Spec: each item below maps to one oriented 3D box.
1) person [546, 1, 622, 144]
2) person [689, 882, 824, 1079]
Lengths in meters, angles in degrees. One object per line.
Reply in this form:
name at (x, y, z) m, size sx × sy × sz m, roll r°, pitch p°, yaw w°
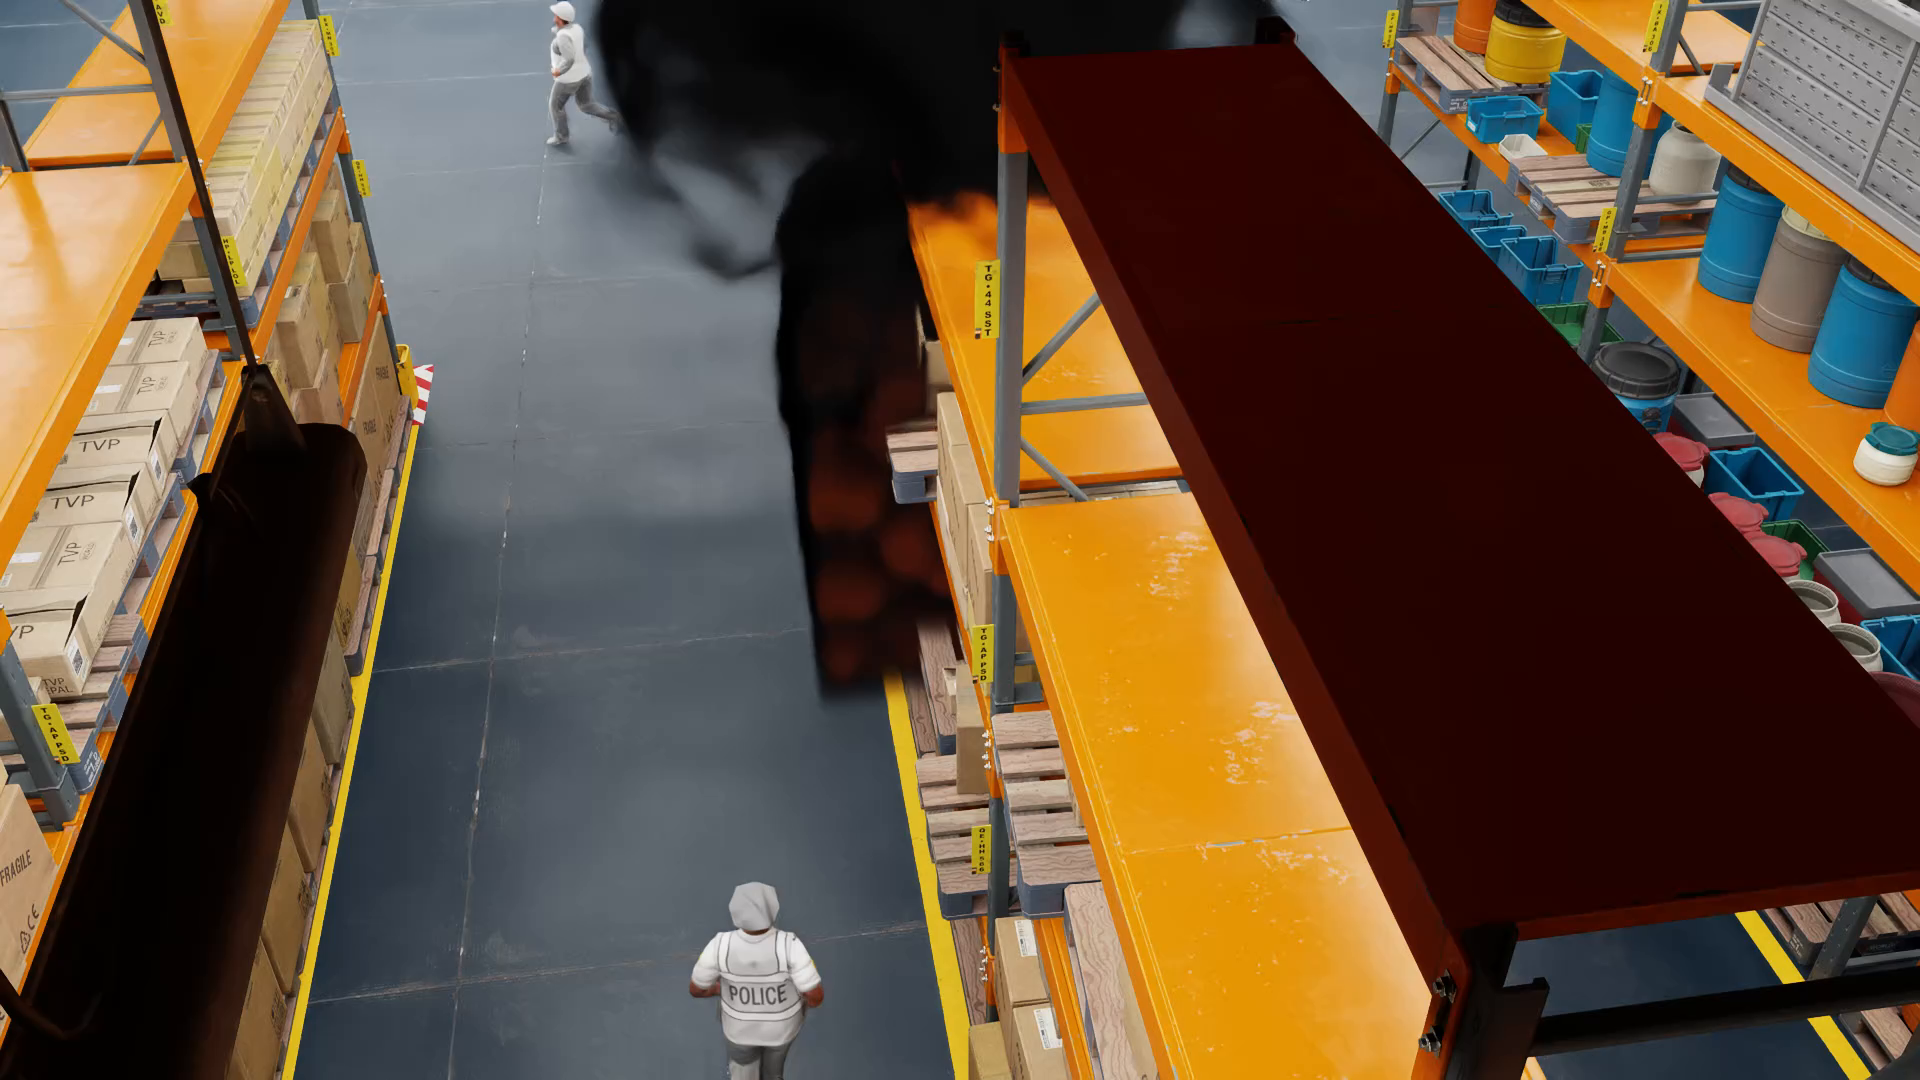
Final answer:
person at (-4.484, -5.396, 19.371) m, size 1.010 × 1.761 × 0.641 m, roll 14°, pitch 39°, yaw 19°
person at (-1.028, 2.495, 8.605) m, size 0.688 × 1.770 × 0.840 m, roll 0°, pitch 36°, yaw 0°
